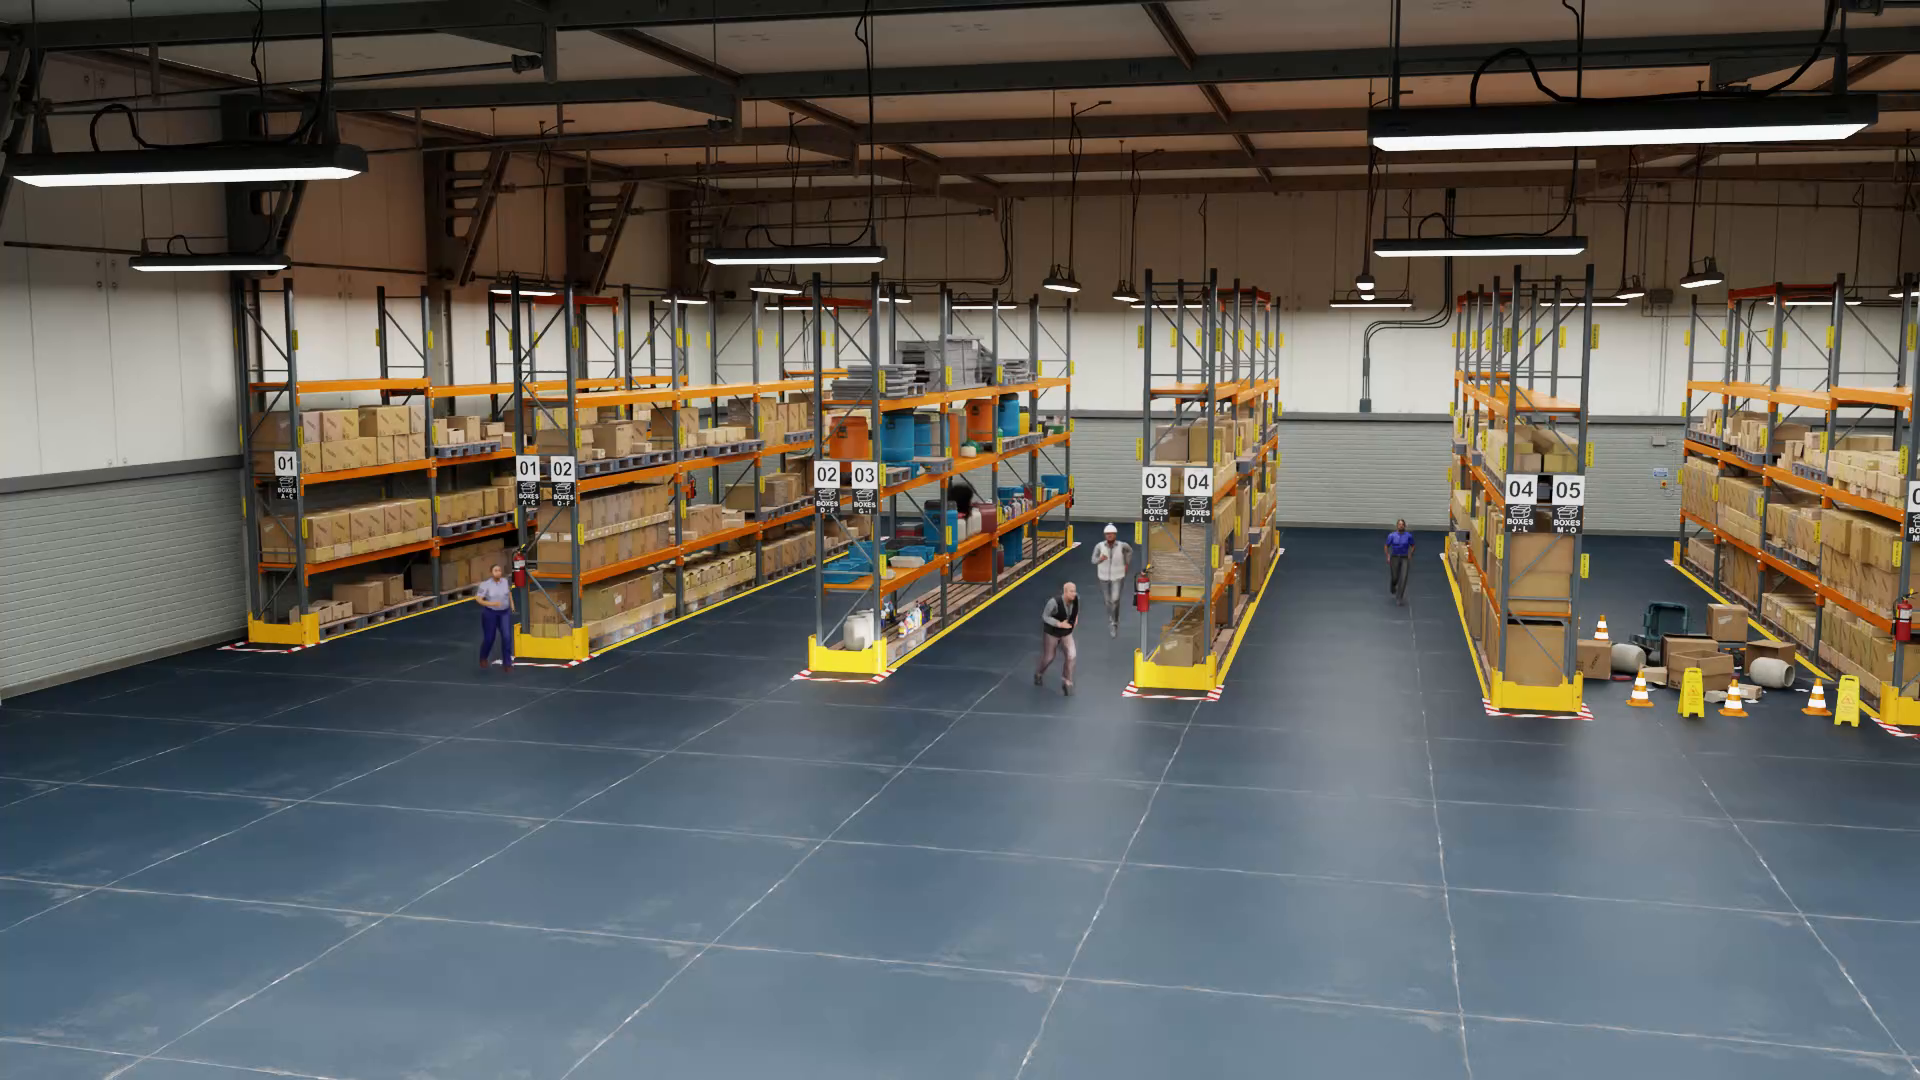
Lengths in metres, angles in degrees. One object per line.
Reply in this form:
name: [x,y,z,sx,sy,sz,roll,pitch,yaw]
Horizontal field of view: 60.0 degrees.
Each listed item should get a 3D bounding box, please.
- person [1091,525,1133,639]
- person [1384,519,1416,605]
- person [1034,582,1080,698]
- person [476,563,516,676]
person: [2.487,0.653,27.278,0.641,1.838,0.838,2,7,15]
person: [8.412,0.412,31.800,0.585,1.610,0.604,1,7,8]
person: [1.373,1.390,23.677,0.701,1.680,0.987,-4,8,-30]
person: [-7.017,1.192,25.133,0.623,1.682,0.810,-5,9,-39]
